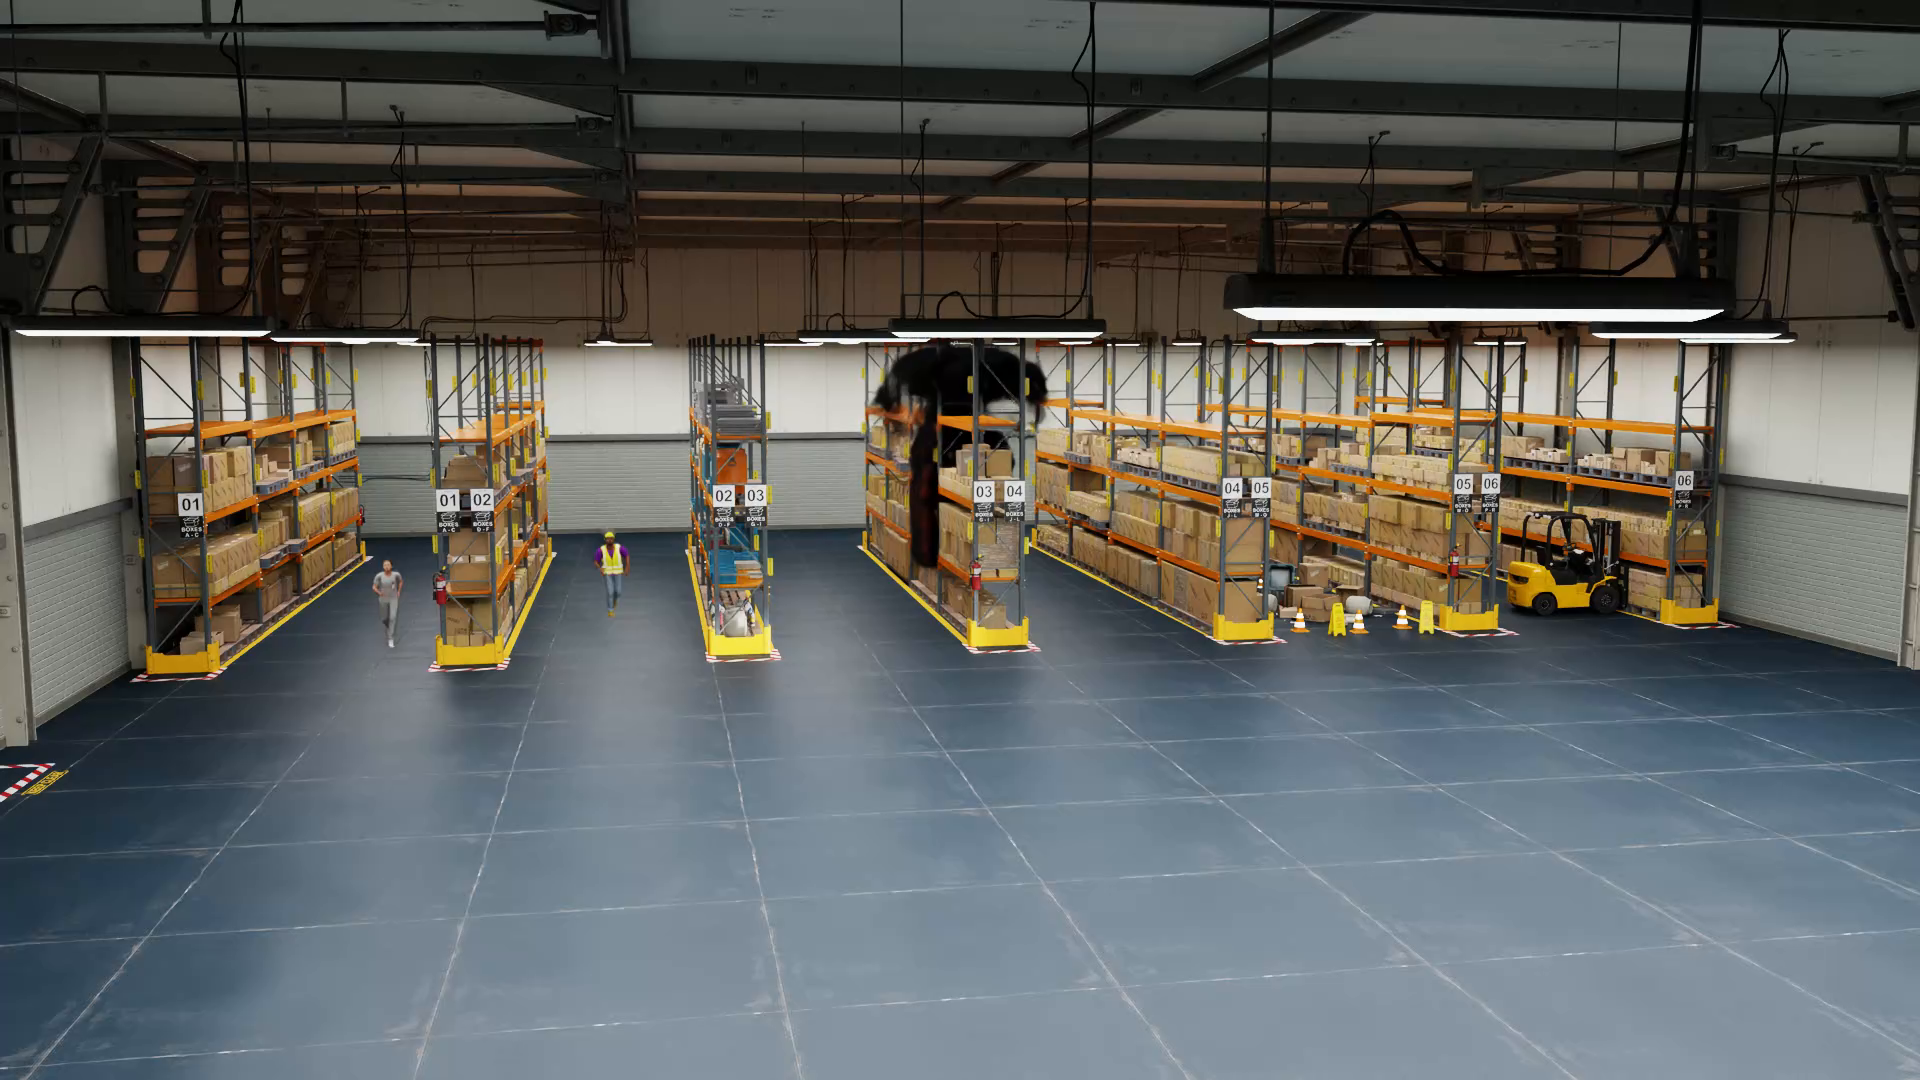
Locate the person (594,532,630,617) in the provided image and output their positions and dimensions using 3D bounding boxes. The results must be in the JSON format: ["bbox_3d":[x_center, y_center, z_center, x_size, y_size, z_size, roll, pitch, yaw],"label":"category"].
[{"bbox_3d":[-7.096,0.696,33.933,0.725,1.741,0.654,-2,7,-16],"label":"person"}]

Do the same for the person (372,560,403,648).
[{"bbox_3d":[-11.142,1.203,32.385,0.536,1.671,1.125,-1,7,-13],"label":"person"}]
